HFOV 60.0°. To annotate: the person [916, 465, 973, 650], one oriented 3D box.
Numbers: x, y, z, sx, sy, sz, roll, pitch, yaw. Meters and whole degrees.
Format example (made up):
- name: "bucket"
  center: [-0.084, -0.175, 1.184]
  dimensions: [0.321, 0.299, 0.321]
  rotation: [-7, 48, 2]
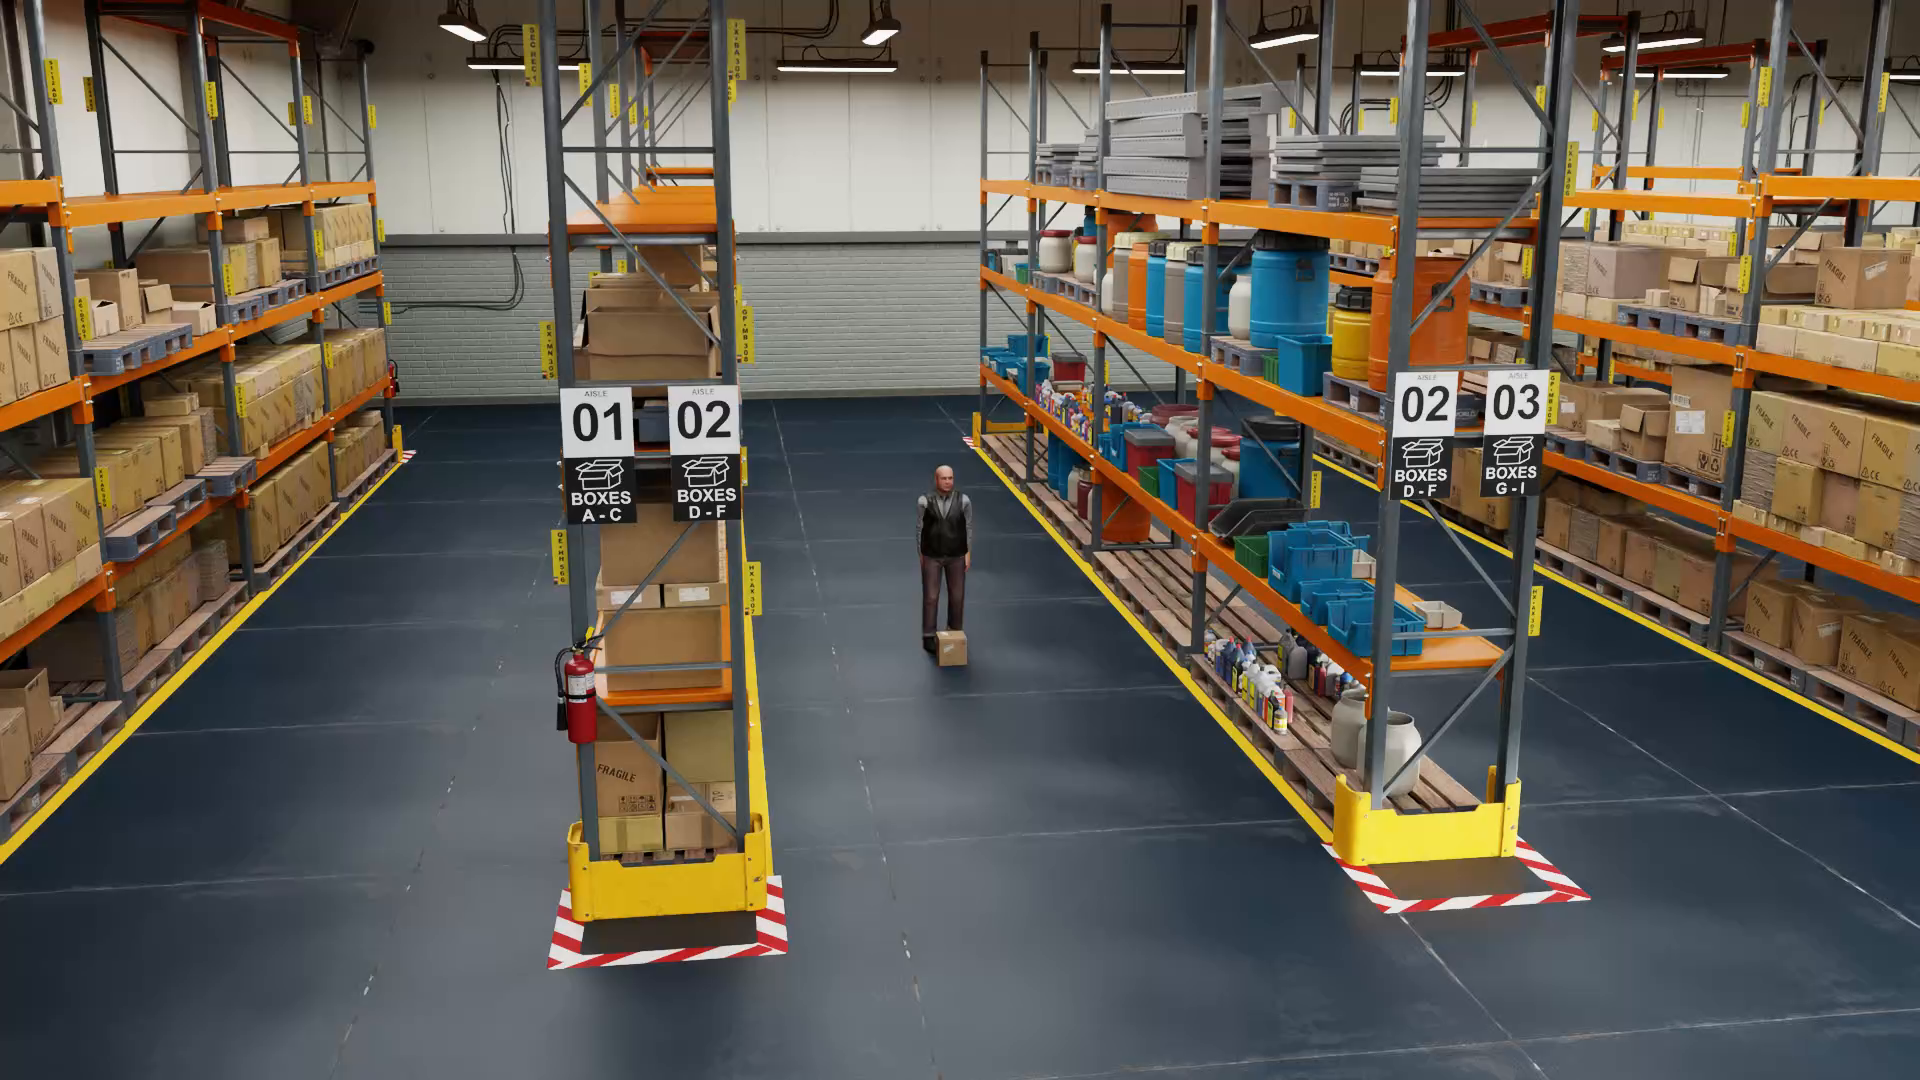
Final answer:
- name: "person"
  center: [-0.137, 0.166, 15.360]
  dimensions: [0.532, 1.727, 0.359]
  rotation: [-2, 13, -7]
